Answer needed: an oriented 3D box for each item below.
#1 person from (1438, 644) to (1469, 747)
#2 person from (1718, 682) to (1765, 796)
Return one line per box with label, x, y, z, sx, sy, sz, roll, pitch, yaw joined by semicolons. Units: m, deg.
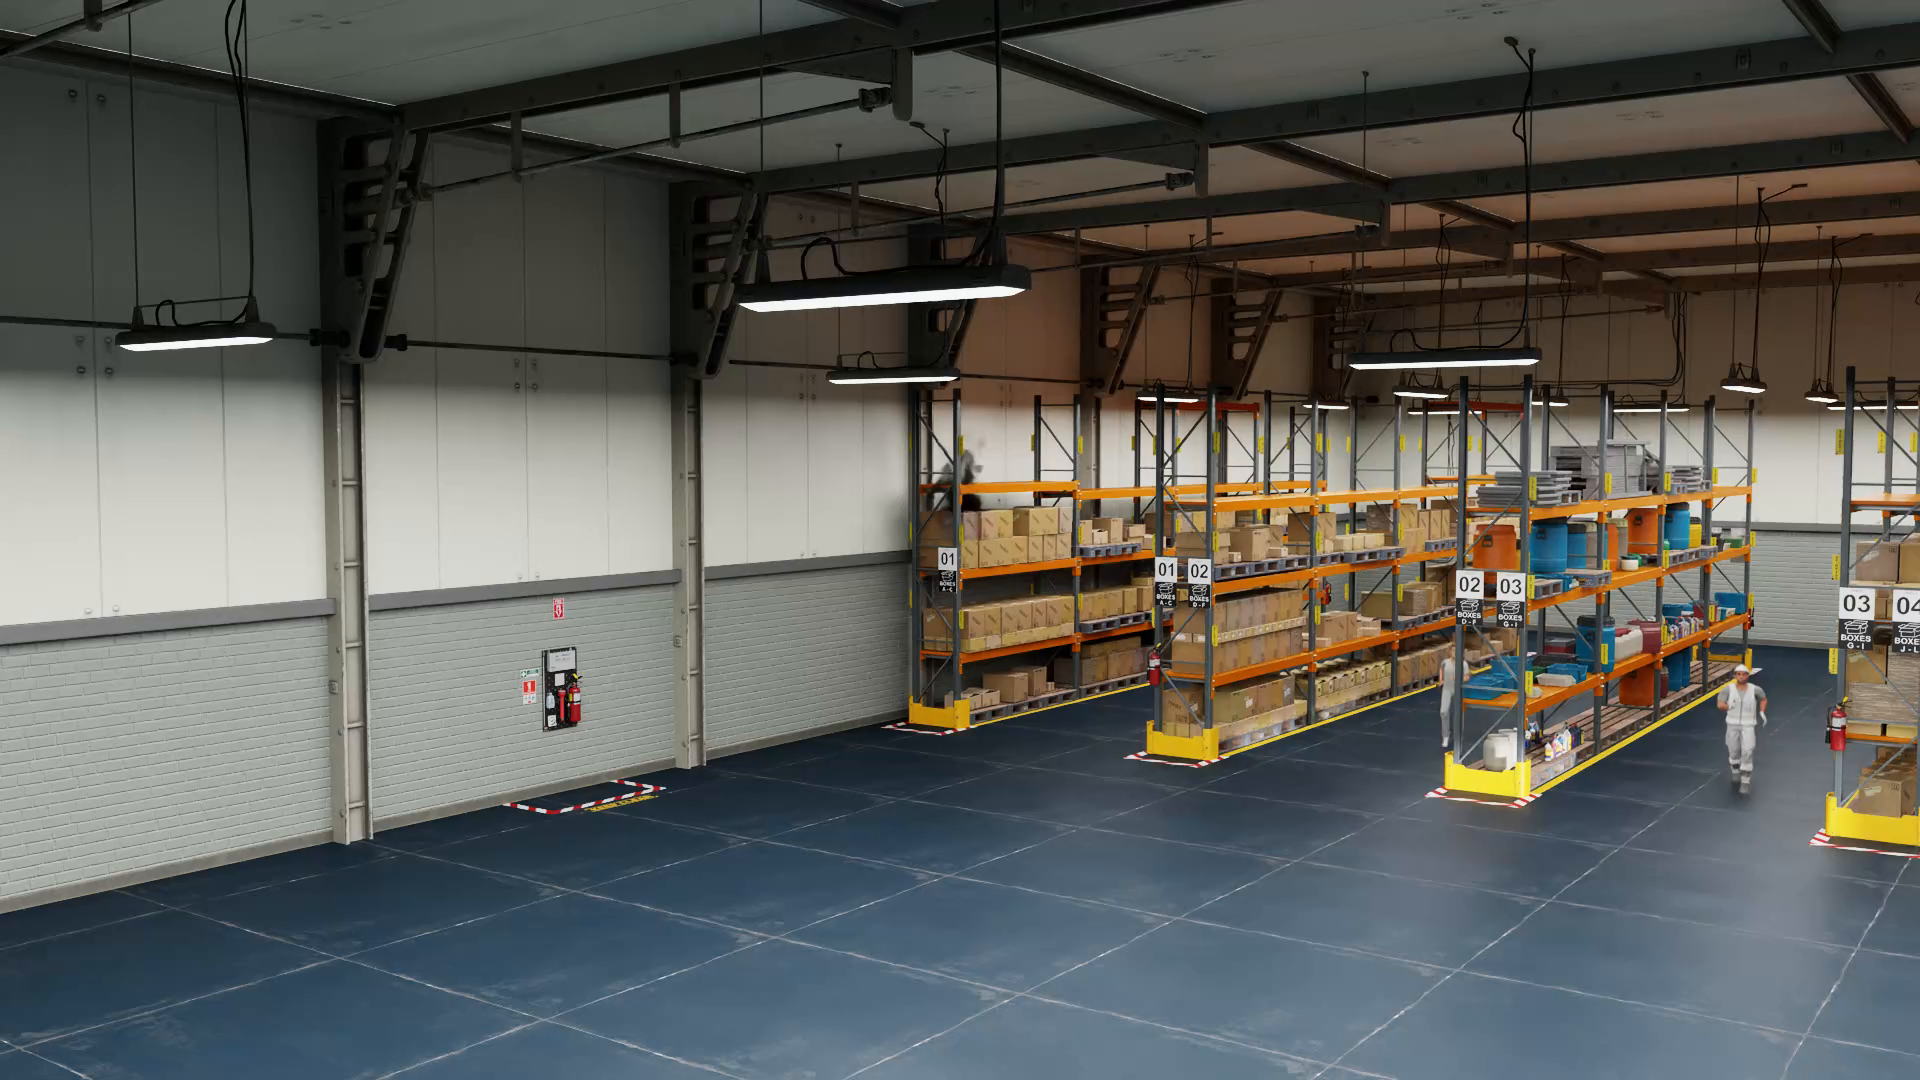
person;8.240;2.584;27.776;0.531;1.720;0.738;2;4;27
person;11.312;2.833;24.118;0.611;1.569;0.869;2;4;30
